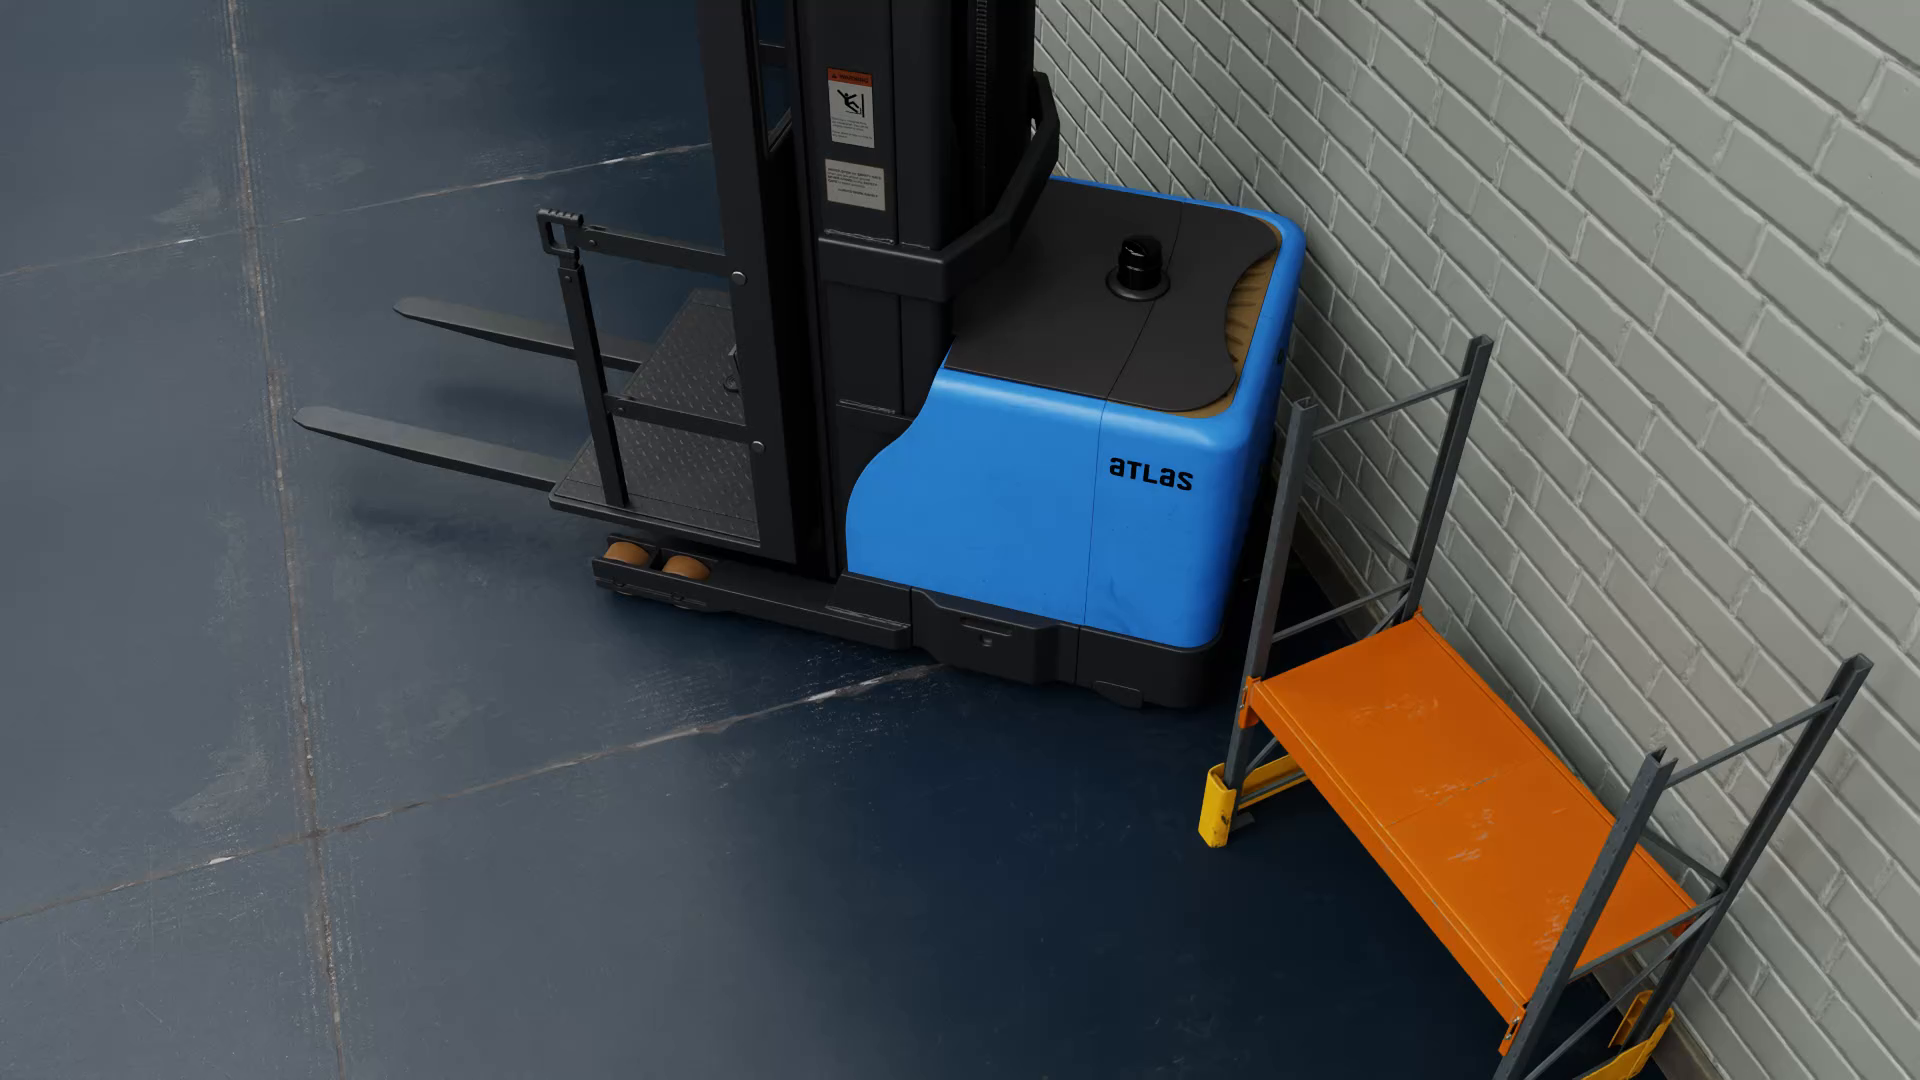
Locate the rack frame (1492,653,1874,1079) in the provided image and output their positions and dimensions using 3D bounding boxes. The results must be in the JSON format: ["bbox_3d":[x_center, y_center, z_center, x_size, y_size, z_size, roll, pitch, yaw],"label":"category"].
[{"bbox_3d":[1.374,0.818,3.376,0.500,1.500,0.032,-20,48,-19],"label":"rack frame"}]

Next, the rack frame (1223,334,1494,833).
[{"bbox_3d":[0.914,0.176,4.016,0.500,1.500,0.032,-20,48,-19],"label":"rack frame"}]

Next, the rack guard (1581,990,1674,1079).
[{"bbox_3d":[1.366,1.247,3.831,0.587,0.250,0.087,-20,48,-19],"label":"rack guard"}]

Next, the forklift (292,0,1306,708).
[{"bbox_3d":[-0.597,-1.168,4.345,3.031,2.935,1.130,13,46,12],"label":"forklift"}]

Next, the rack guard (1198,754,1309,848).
[{"bbox_3d":[0.914,0.618,4.458,0.587,0.250,0.087,-20,48,-19],"label":"rack guard"}]

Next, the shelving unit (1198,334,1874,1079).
[{"bbox_3d":[1.140,0.491,3.702,0.587,1.500,1.083,-20,48,-19],"label":"shelving unit"}]

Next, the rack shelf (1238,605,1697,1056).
[{"bbox_3d":[1.144,0.624,3.823,0.538,0.185,1.000,-20,48,-19],"label":"rack shelf"}]
